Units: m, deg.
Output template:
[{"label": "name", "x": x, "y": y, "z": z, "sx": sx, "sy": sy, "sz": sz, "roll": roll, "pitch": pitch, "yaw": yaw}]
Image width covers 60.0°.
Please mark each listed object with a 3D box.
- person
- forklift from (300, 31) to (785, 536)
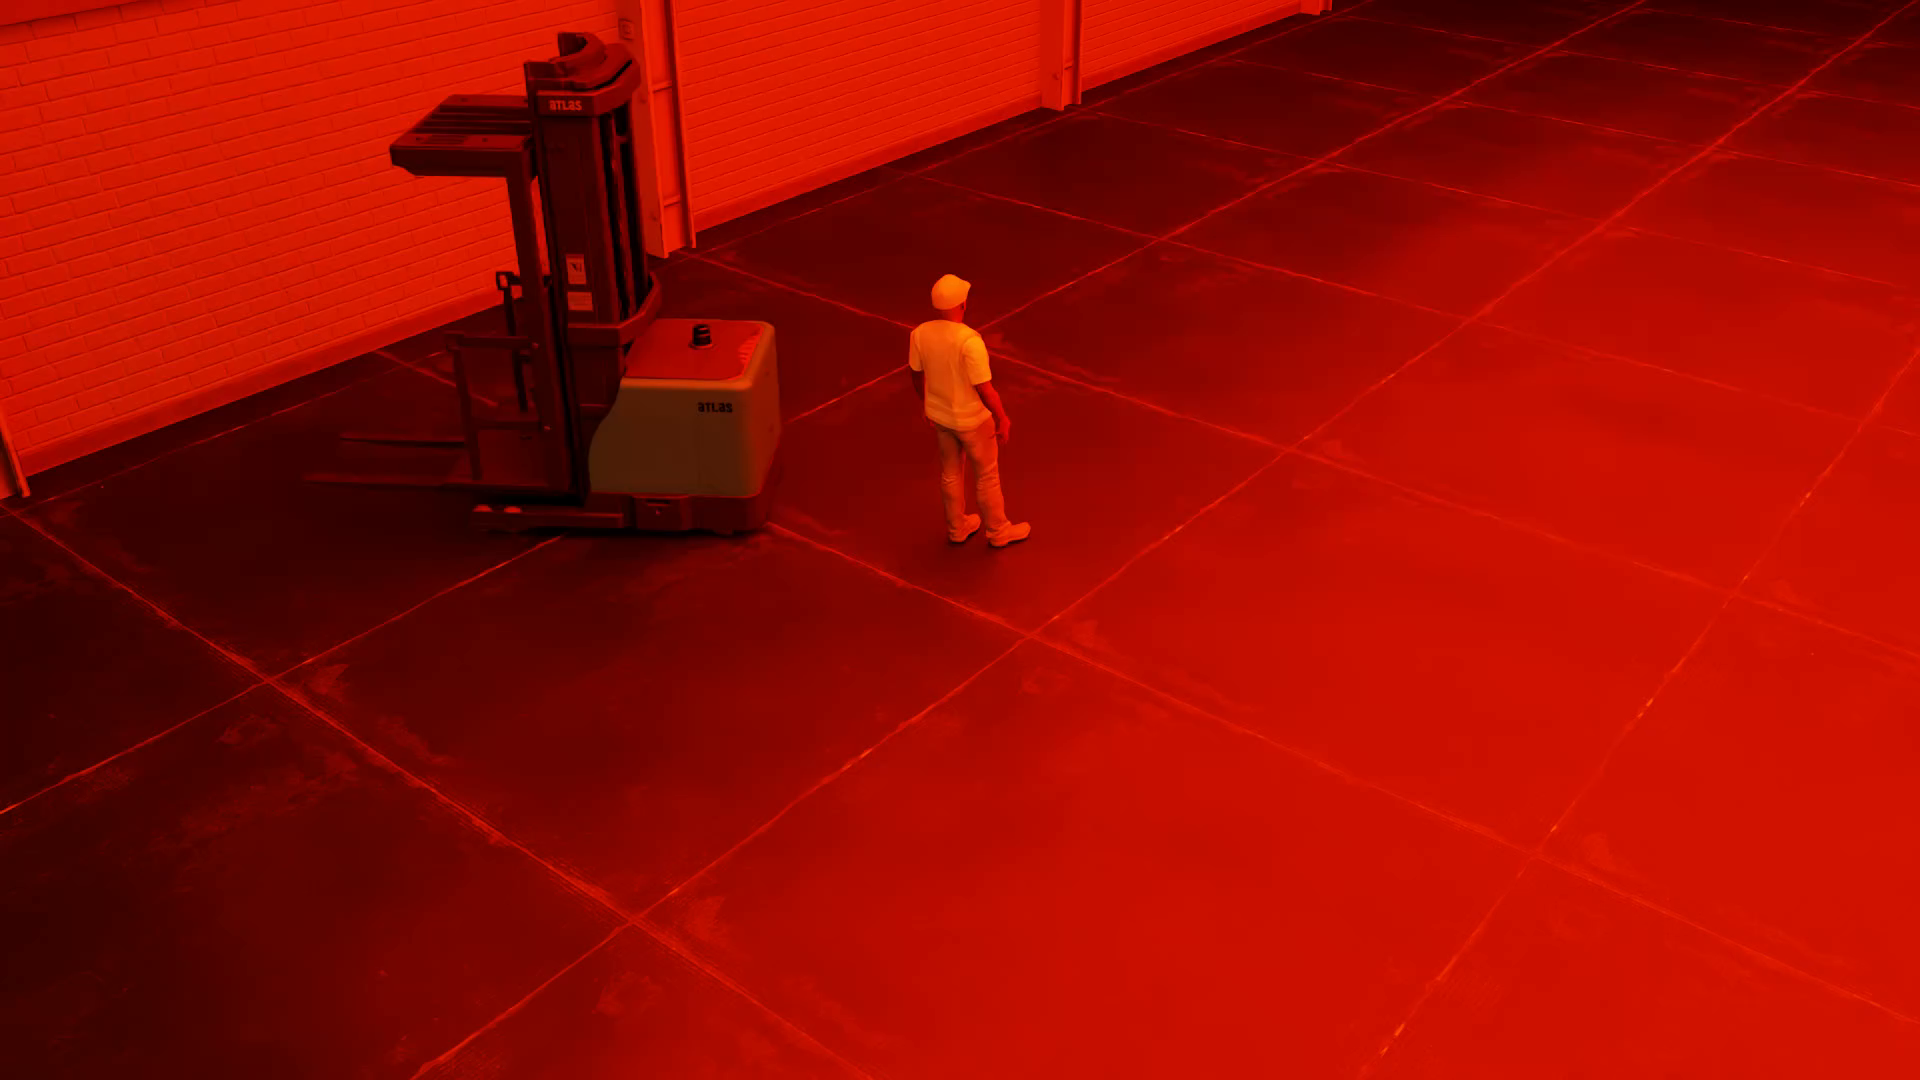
[{"label": "person", "x": 0.049, "y": -0.794, "z": 10.094, "sx": 0.665, "sy": 1.765, "sz": 0.577, "roll": 22, "pitch": 37, "yaw": 33}, {"label": "forklift", "x": -2.724, "y": -1.574, "z": 10.289, "sx": 3.031, "sy": 2.935, "sz": 1.130, "roll": 2, "pitch": 30, "yaw": 3}]
